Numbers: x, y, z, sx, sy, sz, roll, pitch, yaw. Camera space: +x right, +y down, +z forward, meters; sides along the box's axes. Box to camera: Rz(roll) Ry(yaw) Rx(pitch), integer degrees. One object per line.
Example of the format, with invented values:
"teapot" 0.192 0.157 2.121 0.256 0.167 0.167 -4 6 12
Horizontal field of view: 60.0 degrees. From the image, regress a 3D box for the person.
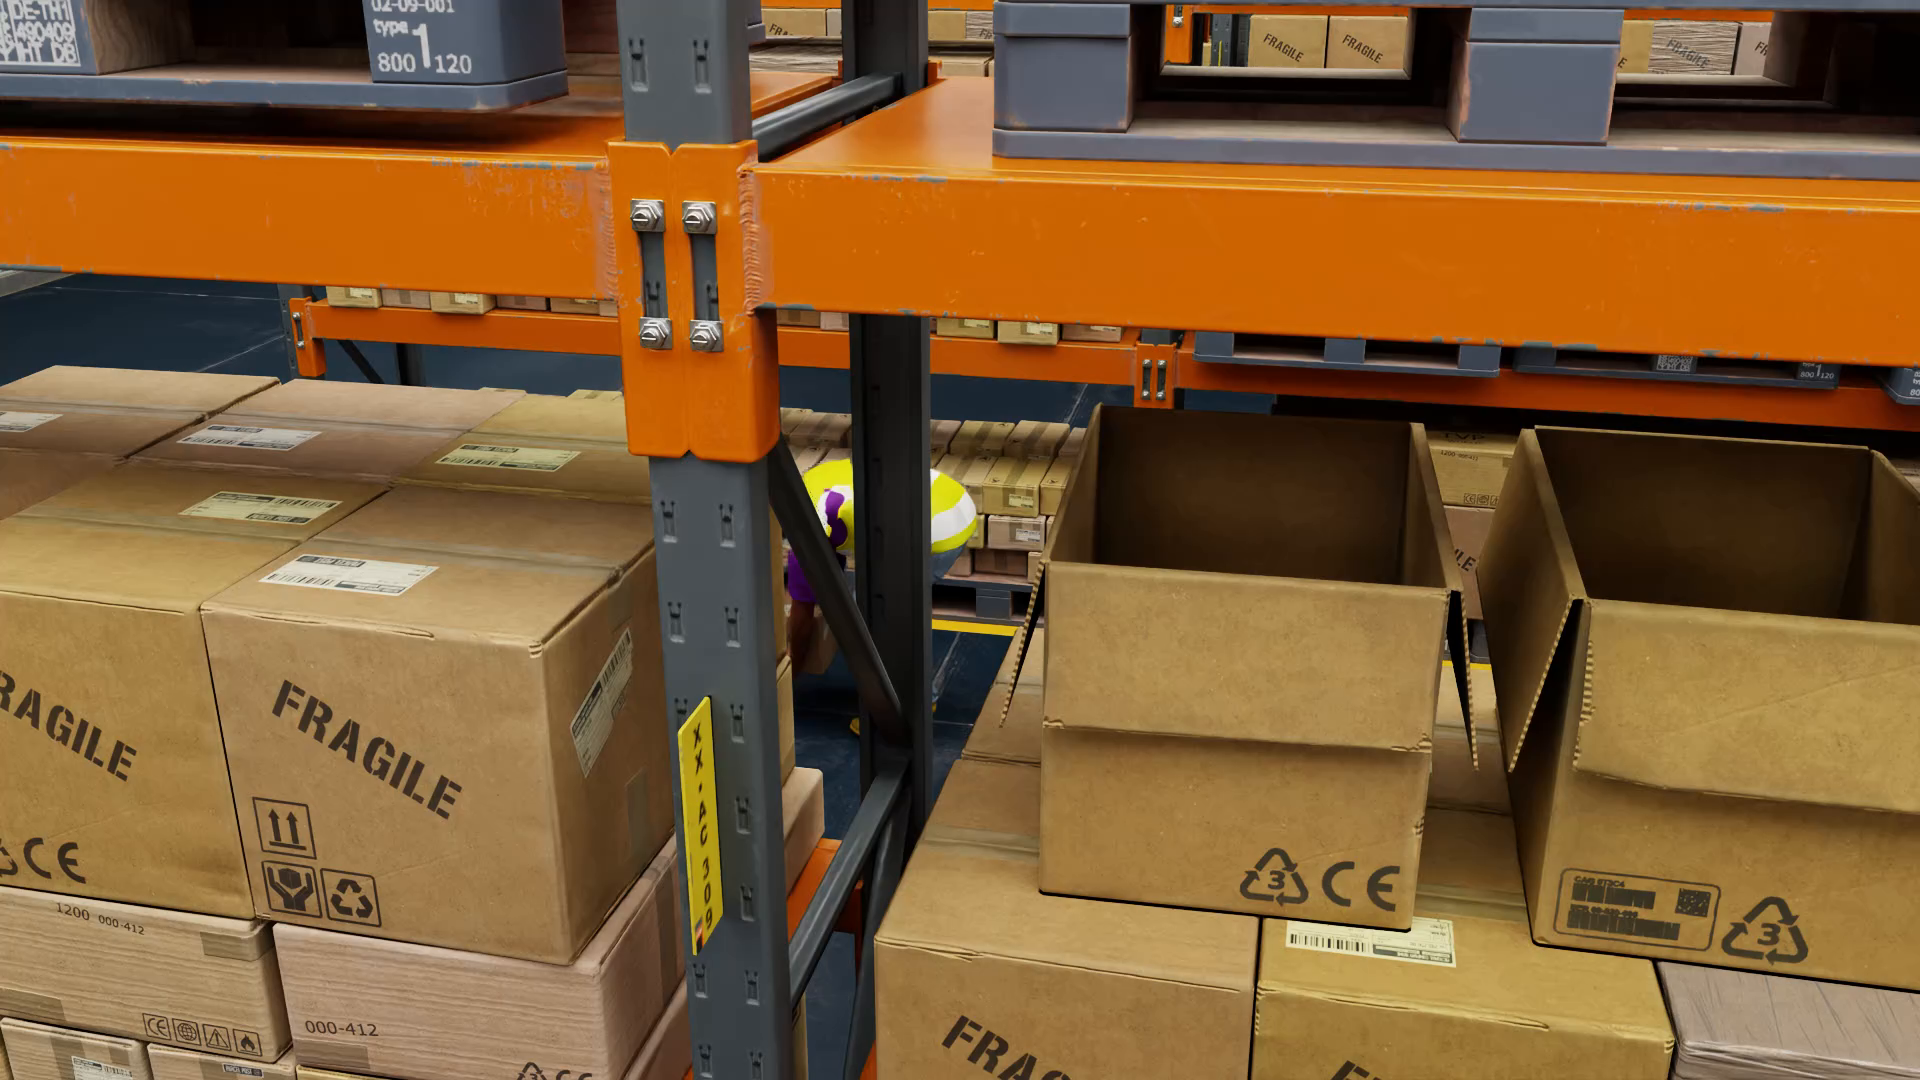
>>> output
"person" -0.431 0.210 6.472 0.982 1.064 0.481 6 22 15
